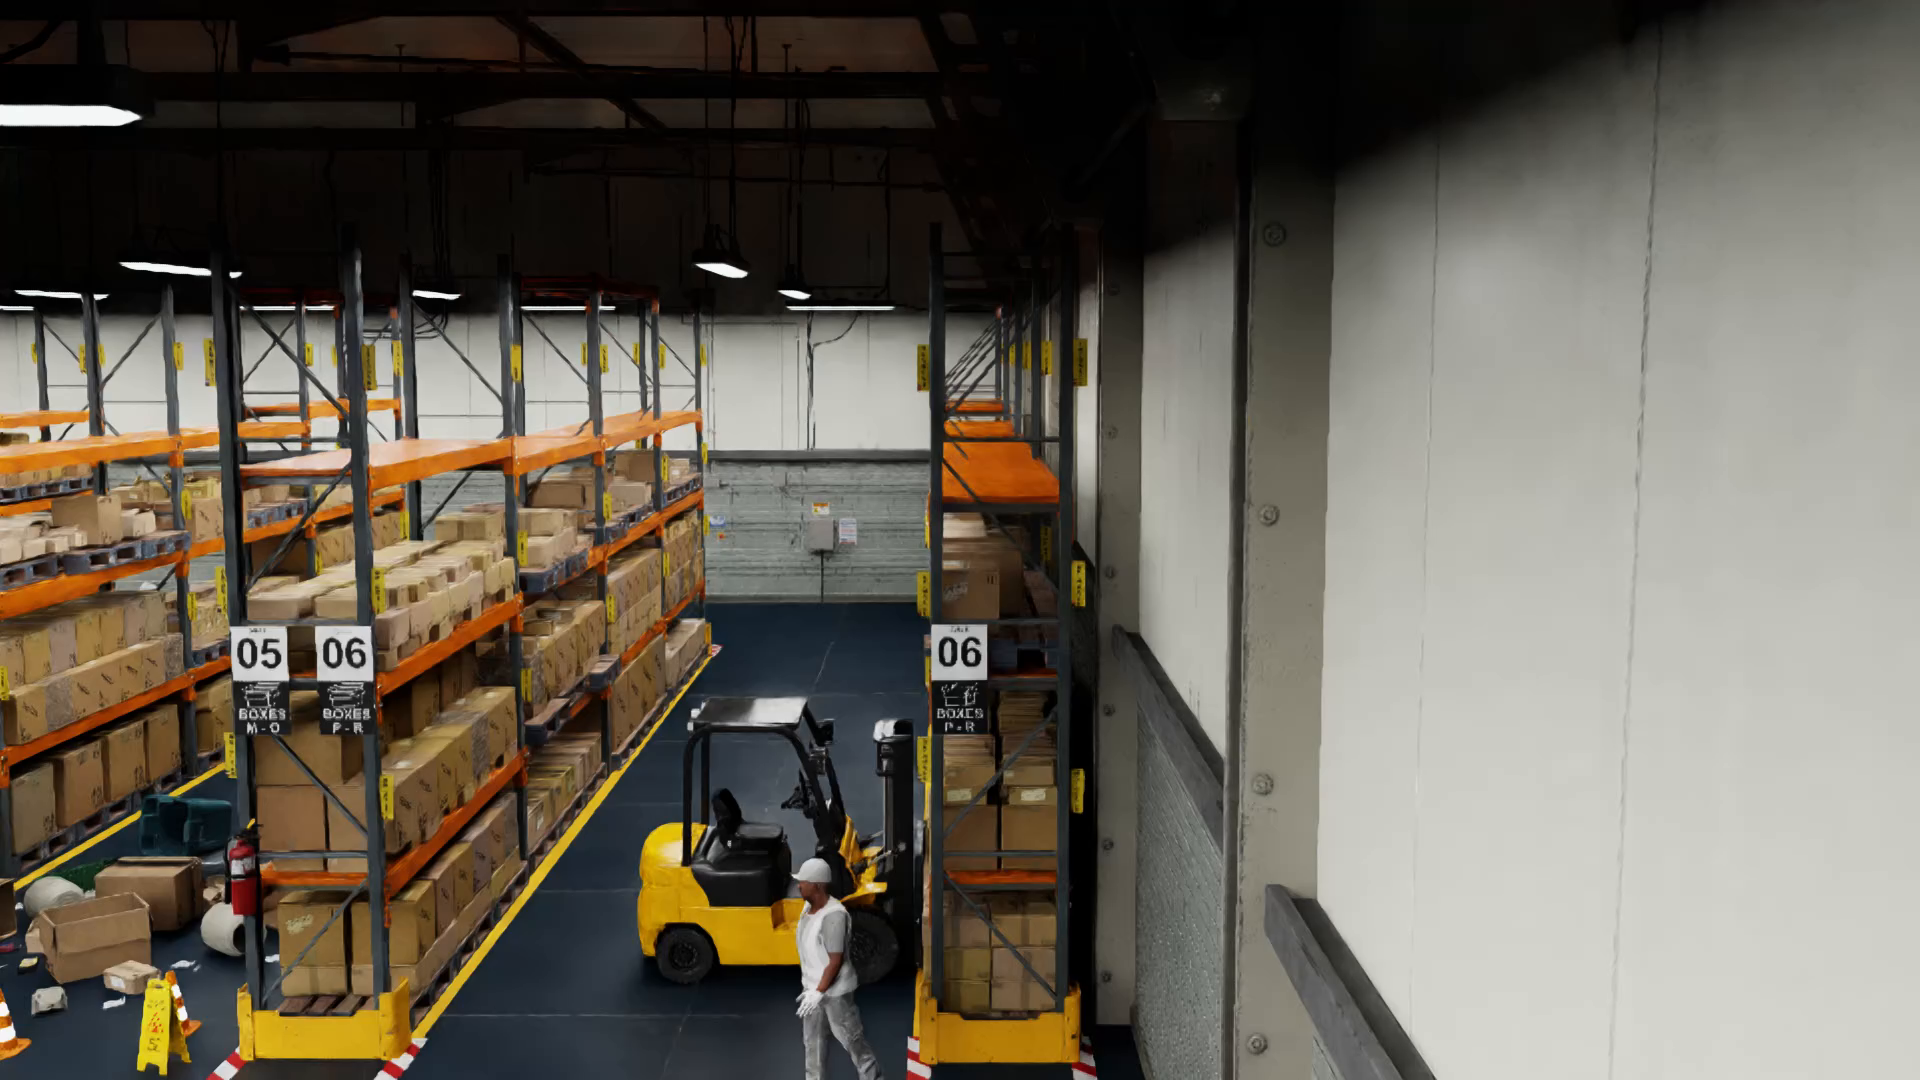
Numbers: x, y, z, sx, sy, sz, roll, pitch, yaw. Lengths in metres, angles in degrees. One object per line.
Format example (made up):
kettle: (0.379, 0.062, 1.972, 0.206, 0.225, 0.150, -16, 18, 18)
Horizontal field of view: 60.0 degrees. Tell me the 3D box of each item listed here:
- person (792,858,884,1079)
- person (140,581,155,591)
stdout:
person: (-0.871, 2.999, 11.144, 0.714, 1.783, 0.567, -4, 8, -30)
person: (-11.906, 1.446, 24.515, 0.550, 1.709, 1.128, 0, 7, -3)
